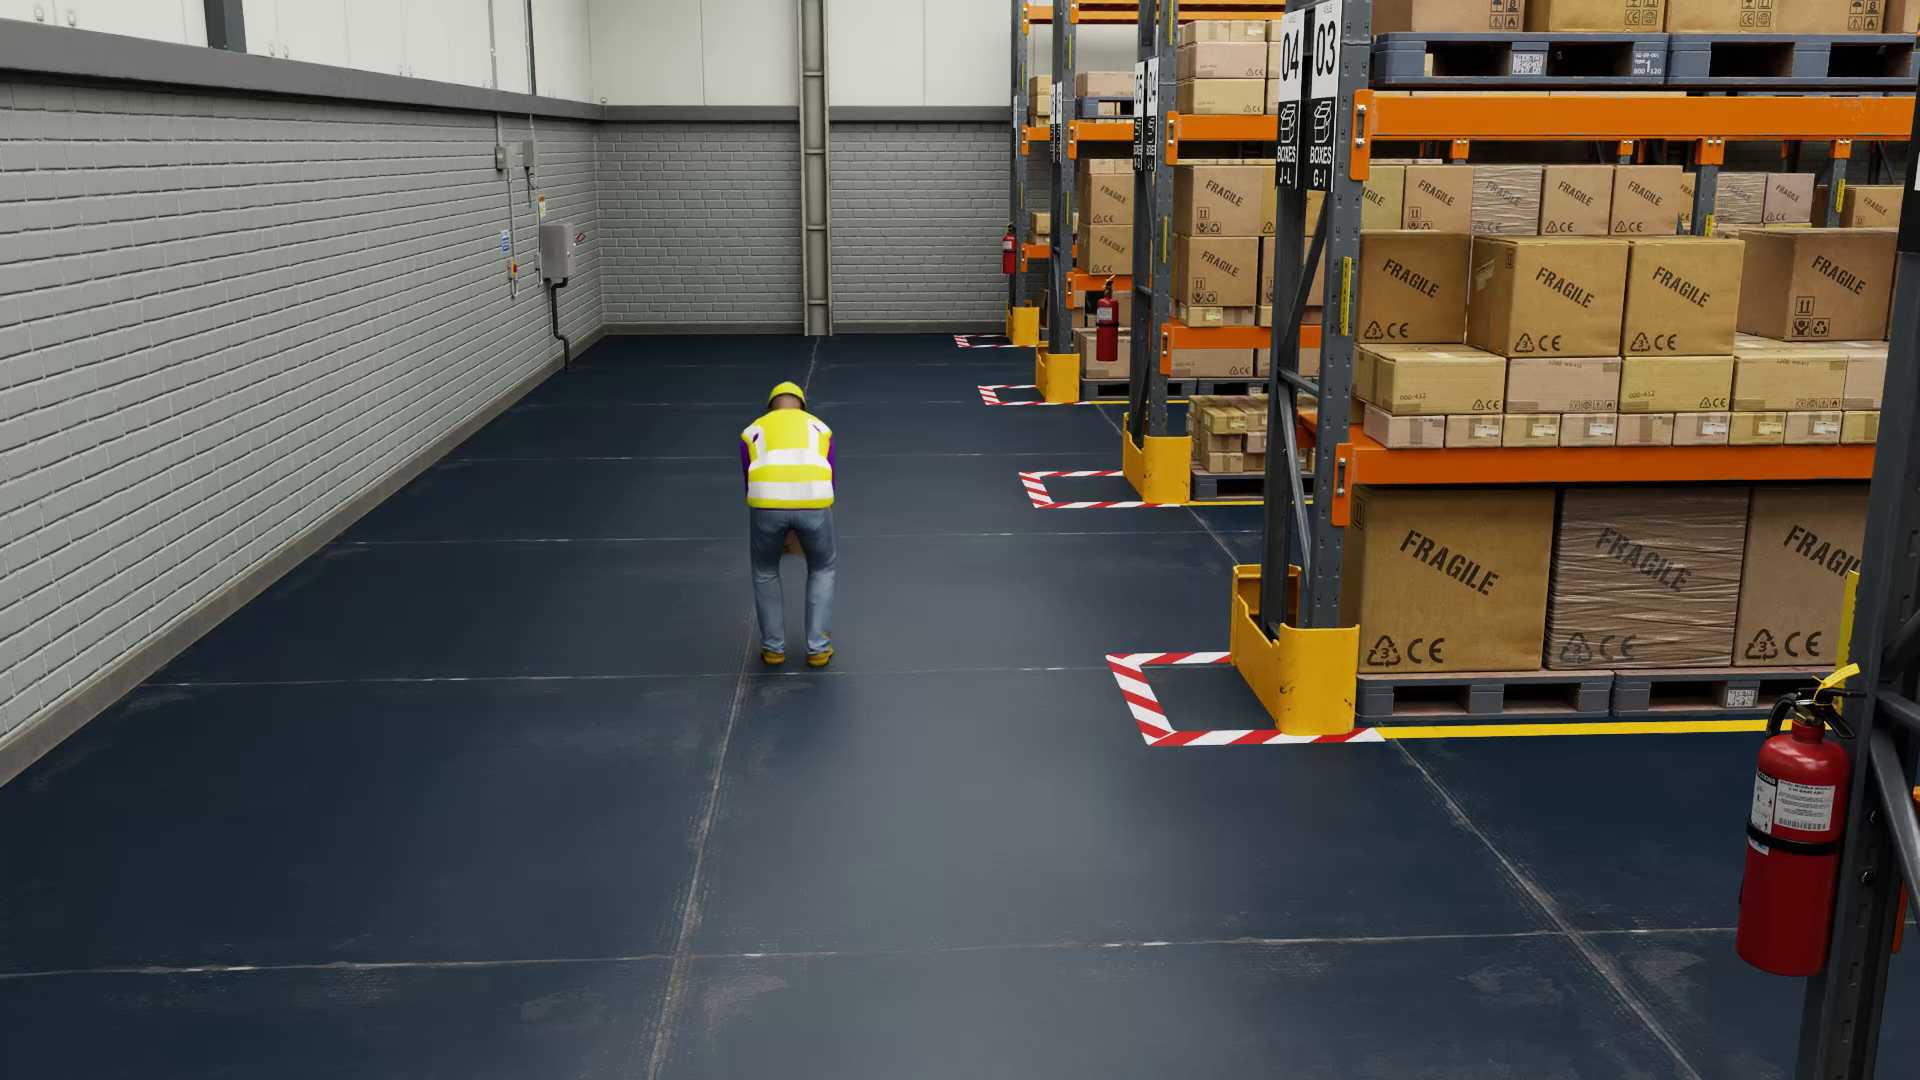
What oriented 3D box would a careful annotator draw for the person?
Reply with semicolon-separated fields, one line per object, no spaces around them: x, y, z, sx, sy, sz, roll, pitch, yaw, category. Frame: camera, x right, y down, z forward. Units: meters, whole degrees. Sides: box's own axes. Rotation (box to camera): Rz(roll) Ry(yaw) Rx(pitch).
-0.891;-0.094;8.668;0.490;1.376;0.897;-1;13;-5;person
